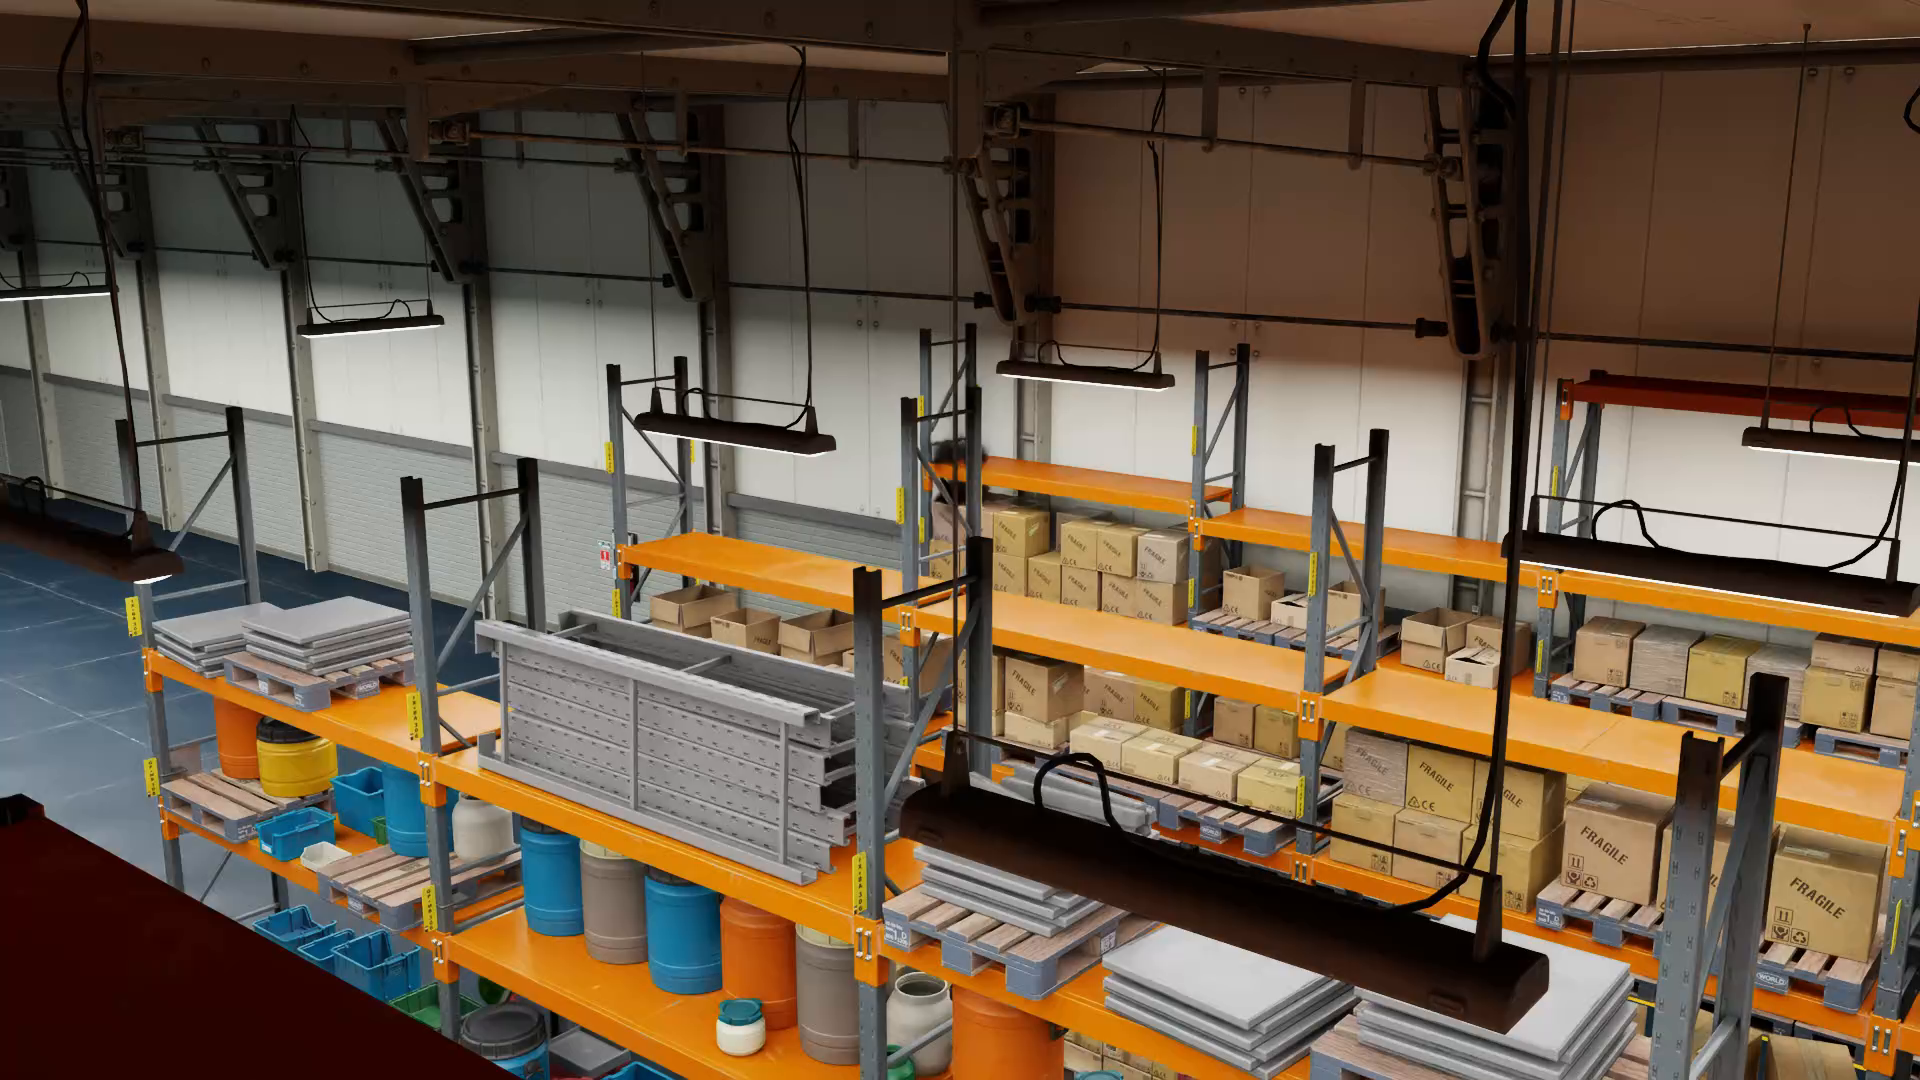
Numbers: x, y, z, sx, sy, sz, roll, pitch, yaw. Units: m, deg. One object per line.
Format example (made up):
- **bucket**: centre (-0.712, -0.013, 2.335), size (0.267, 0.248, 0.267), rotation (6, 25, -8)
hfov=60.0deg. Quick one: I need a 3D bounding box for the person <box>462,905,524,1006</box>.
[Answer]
- **person**: centre (-4.281, 3.842, 15.229), size (0.632, 1.747, 0.597), rotation (-12, 17, -43)
